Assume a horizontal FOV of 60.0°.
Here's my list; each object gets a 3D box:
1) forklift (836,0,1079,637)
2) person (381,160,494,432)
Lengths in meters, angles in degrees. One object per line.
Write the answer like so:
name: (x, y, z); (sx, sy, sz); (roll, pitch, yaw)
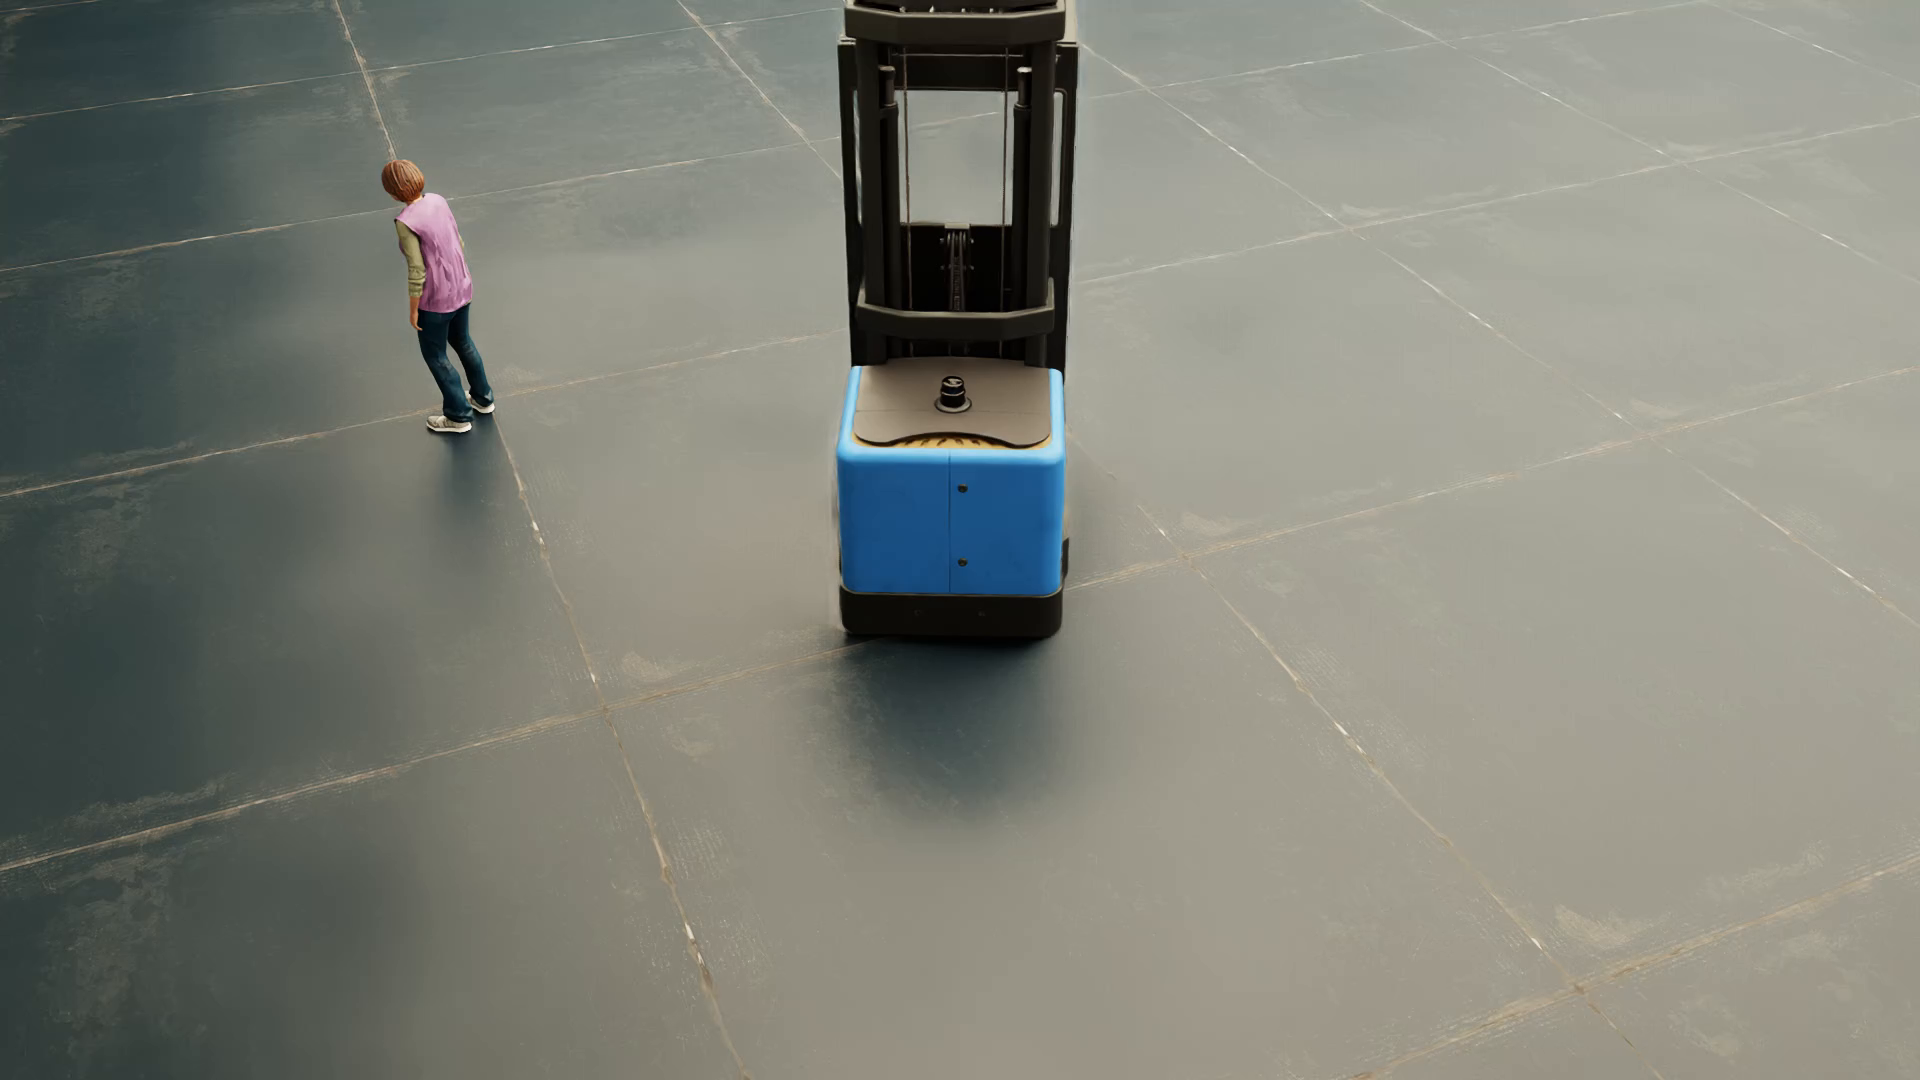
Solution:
forklift: (-0.001, -1.560, 8.292); (1.130, 2.935, 3.031); (1, 35, 1)
person: (-2.856, -1.330, 9.126); (0.346, 1.591, 0.480); (12, 37, 17)
